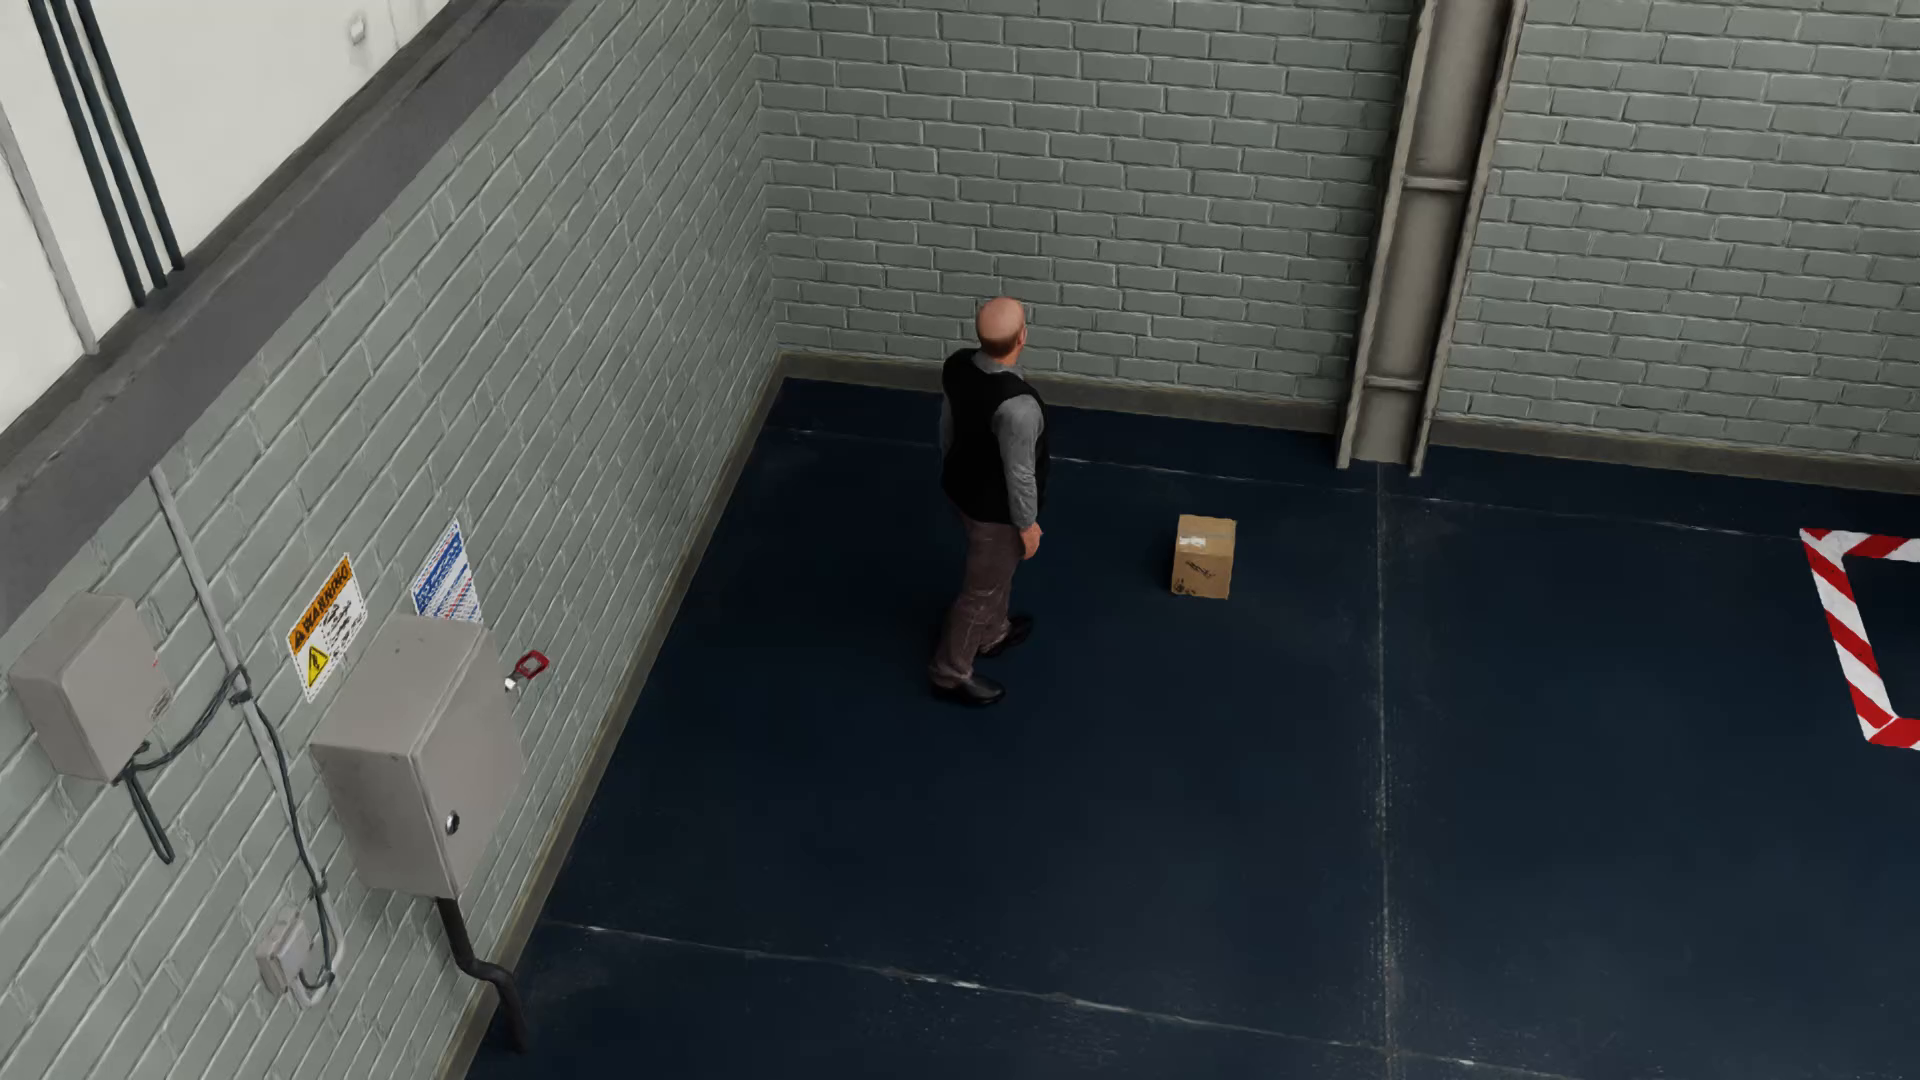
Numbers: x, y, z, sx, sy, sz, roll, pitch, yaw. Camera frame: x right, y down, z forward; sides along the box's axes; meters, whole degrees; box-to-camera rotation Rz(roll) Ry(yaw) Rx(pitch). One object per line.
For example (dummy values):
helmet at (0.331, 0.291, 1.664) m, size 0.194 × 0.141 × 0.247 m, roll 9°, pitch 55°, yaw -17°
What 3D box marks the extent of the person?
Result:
person at (0.101, -0.147, 6.353) m, size 0.568 × 1.714 × 0.554 m, roll -18°, pitch 43°, yaw -20°
